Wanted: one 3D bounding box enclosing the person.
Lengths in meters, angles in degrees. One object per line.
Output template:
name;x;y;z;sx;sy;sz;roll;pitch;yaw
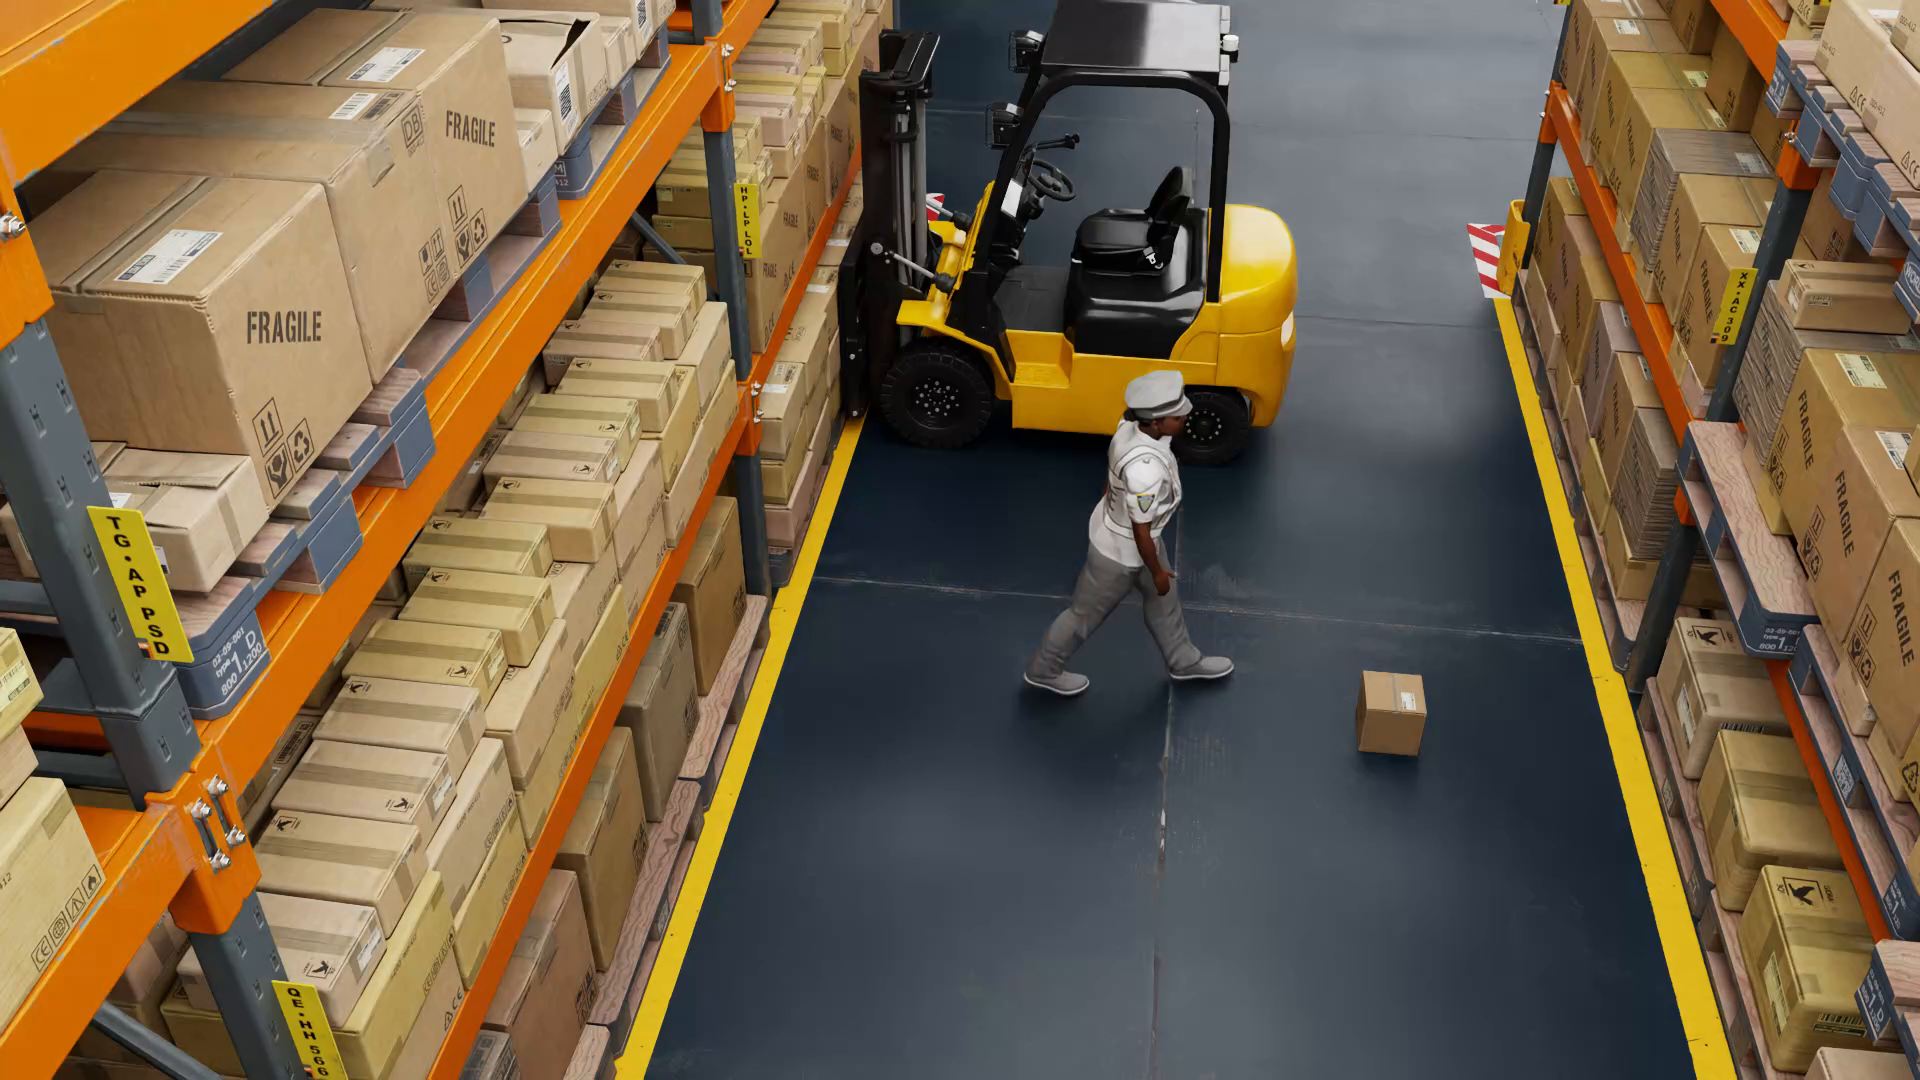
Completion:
person;0.754;0.011;6.984;0.936;1.627;0.453;5;37;6
